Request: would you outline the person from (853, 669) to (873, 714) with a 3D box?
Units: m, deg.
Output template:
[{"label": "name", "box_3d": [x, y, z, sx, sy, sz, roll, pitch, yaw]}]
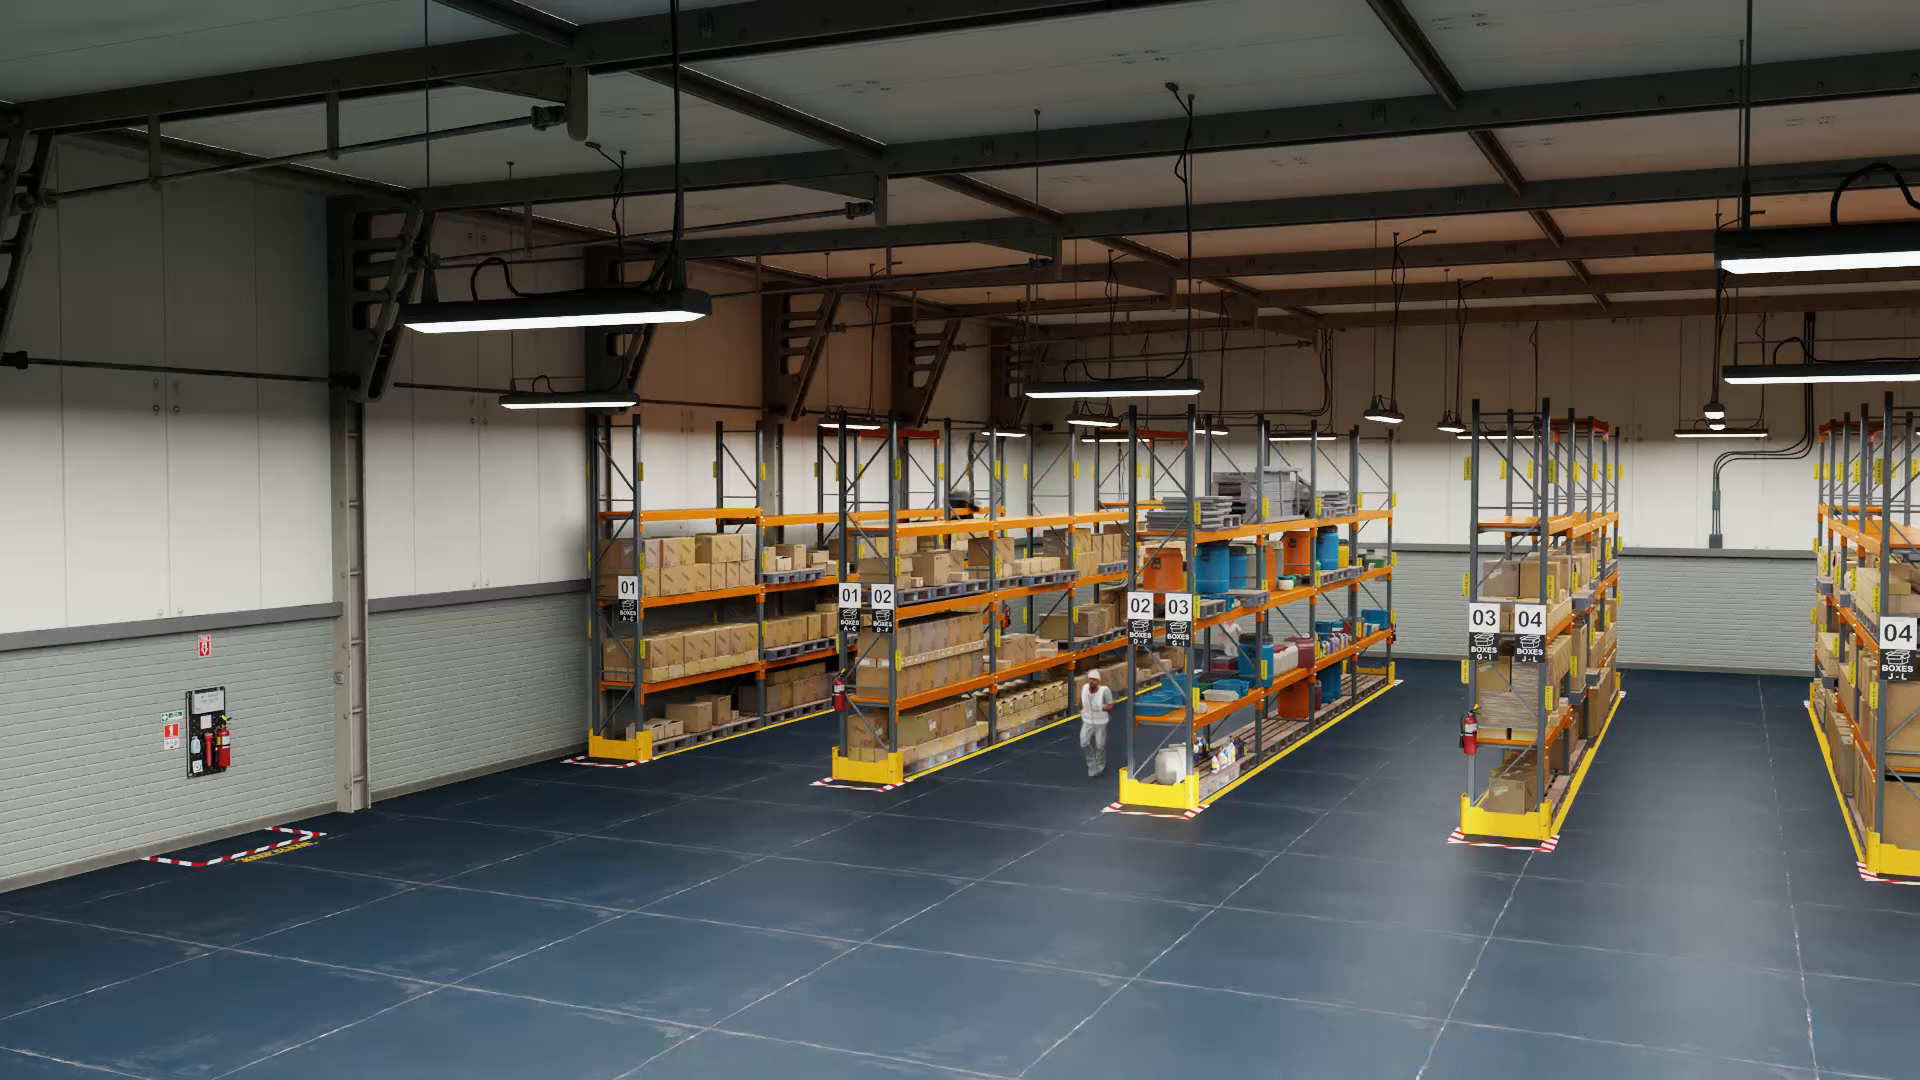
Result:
[{"label": "person", "box_3d": [-1.726, 2.915, 31.368, 0.600, 1.638, 0.767, 1, 2, 14]}]

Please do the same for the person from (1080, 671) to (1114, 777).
[{"label": "person", "box_3d": [2.216, 3.007, 27.199, 0.637, 1.768, 0.797, 1, 2, 20]}]

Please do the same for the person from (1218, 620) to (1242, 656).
[{"label": "person", "box_3d": [6.454, 2.562, 39.711, 0.594, 1.624, 0.540, 0, 2, 8]}]
